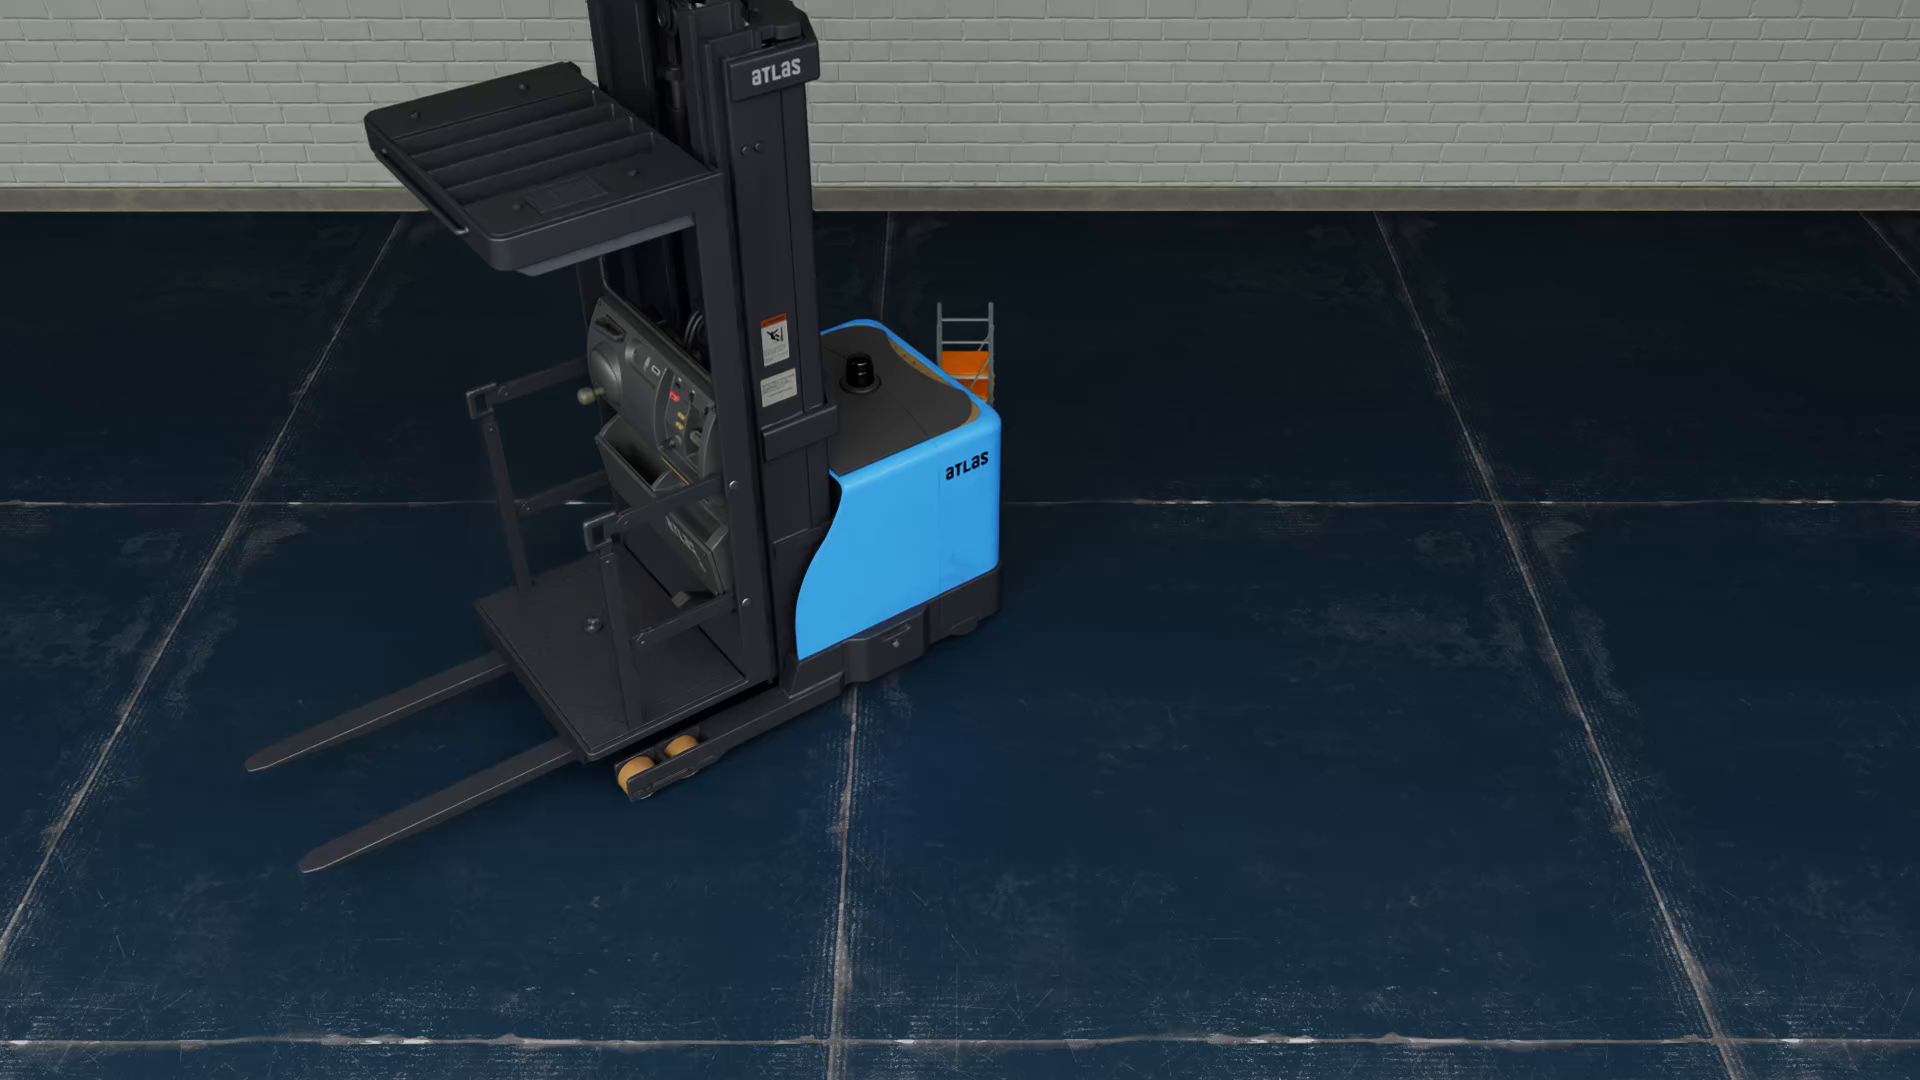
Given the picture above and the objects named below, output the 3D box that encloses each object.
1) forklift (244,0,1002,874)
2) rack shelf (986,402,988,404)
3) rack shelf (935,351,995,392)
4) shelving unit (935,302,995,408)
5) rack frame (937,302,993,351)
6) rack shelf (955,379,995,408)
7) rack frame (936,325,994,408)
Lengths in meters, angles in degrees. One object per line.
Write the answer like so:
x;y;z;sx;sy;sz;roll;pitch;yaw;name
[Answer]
-1.309;-0.510;6.043;3.031;2.935;1.130;-24;45;-27;forklift
0.022;-0.546;7.351;0.258;0.103;0.180;0;39;0;rack shelf
0.022;-0.733;7.201;0.258;0.103;0.180;0;39;0;rack shelf
0.022;-0.487;7.398;0.258;1.200;0.189;0;39;0;shelving unit
0.022;-0.544;7.470;0.240;1.200;0.006;0;39;0;rack frame
0.022;-0.640;7.276;0.258;0.103;0.180;0;39;0;rack shelf
0.022;-0.430;7.327;0.240;1.200;0.006;0;39;0;rack frame
